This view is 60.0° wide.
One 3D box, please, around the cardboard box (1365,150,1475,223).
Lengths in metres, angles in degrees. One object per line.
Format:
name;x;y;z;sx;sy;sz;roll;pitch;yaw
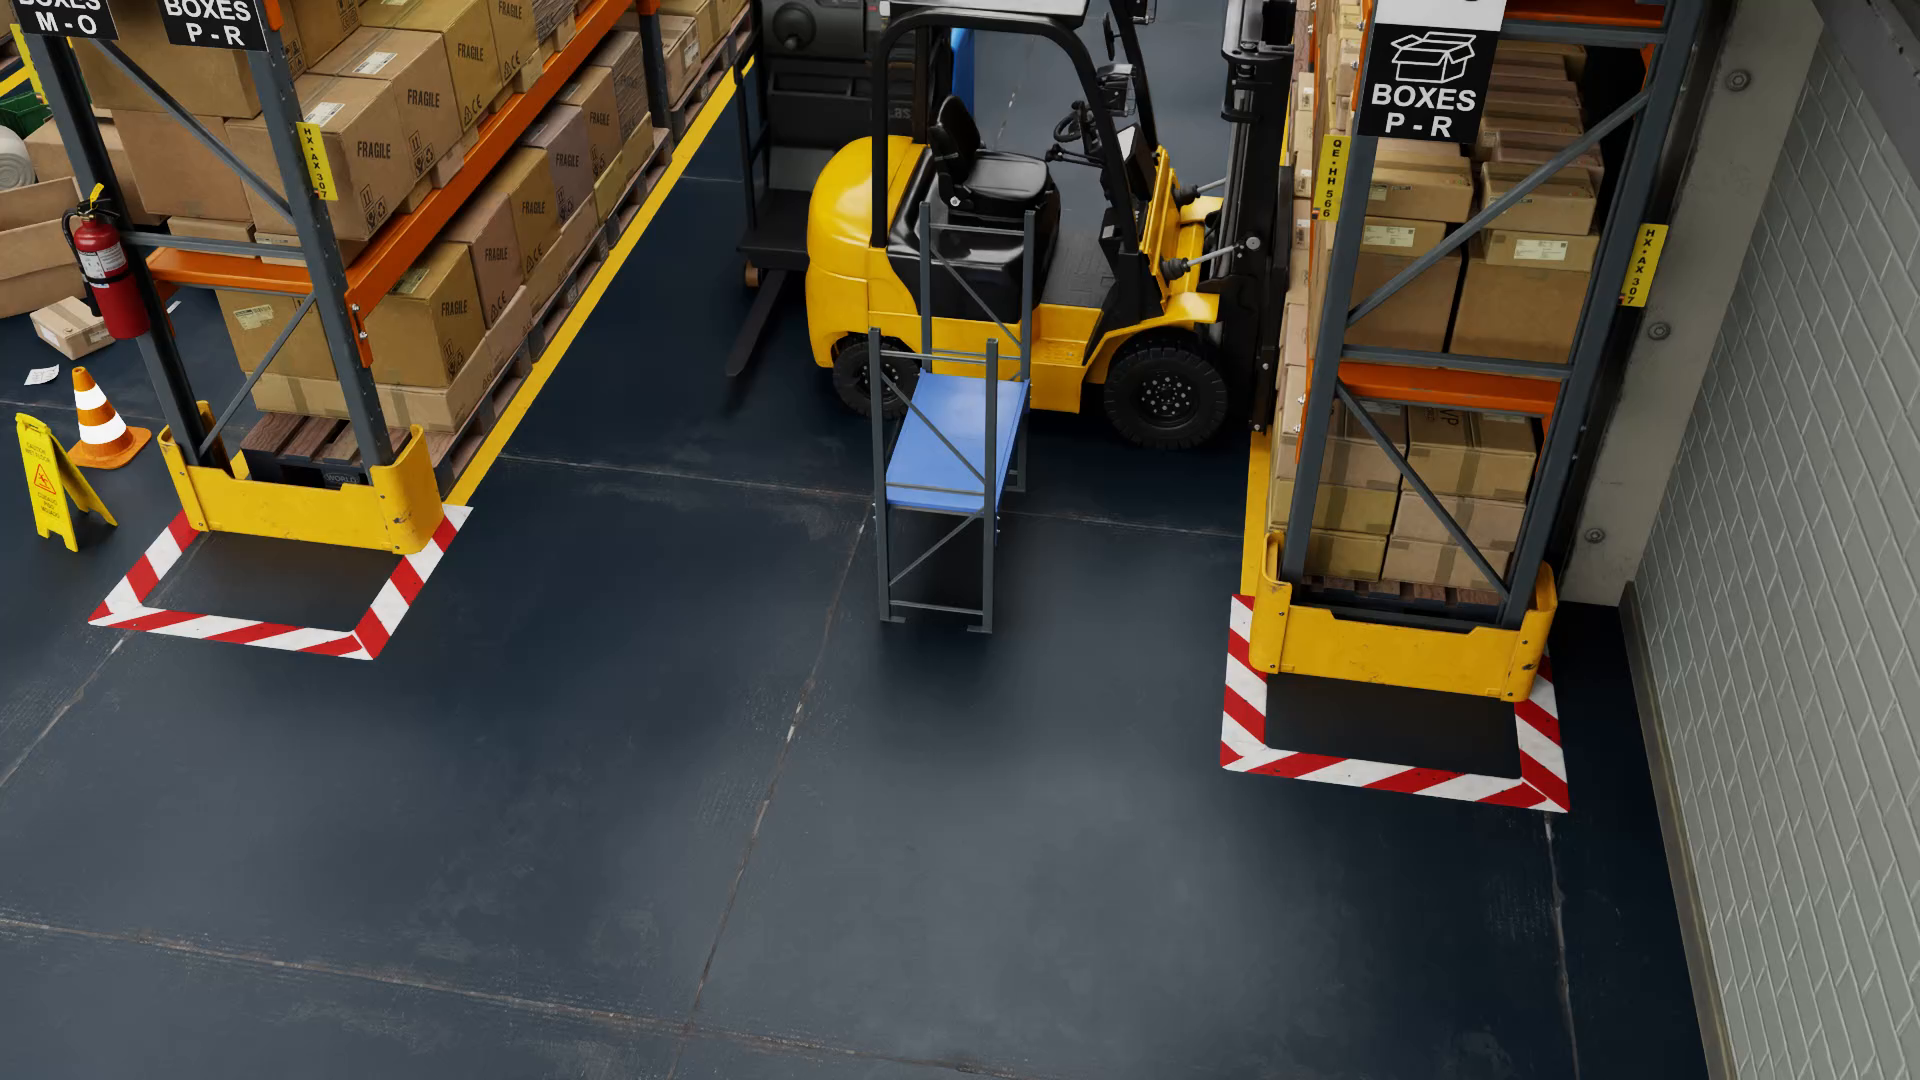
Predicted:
cardboard box;1.692;-1.312;6.162;0.380;0.149;0.250;6;40;8

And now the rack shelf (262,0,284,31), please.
rack shelf;-2.706;-3.340;7.646;1.077;0.370;4.000;6;40;8

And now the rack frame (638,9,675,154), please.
rack frame;-2.360;-3.716;9.891;1.000;3.000;0.127;6;40;8

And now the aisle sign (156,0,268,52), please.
aisle sign;-2.758;-2.135;5.938;0.394;0.787;0.004;6;40;8

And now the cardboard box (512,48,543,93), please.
cardboard box;-2.371;-2.423;8.524;0.380;0.149;0.250;7;40;8

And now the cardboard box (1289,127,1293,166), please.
cardboard box;2.142;-2.196;9.489;0.500;0.250;0.500;6;40;7

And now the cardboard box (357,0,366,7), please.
cardboard box;-3.097;-2.737;7.610;0.700;0.500;0.500;6;40;7

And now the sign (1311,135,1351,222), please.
sign;1.305;-1.267;5.834;0.100;0.325;0.005;6;40;8

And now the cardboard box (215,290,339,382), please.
cardboard box;-3.170;-1.129;8.001;0.500;0.500;0.500;7;40;8

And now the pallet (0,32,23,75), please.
pallet;-7.194;-3.616;11.958;1.003;0.211;1.213;6;40;8

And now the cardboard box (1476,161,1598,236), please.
cardboard box;2.106;-1.251;6.088;0.380;0.149;0.250;6;40;7

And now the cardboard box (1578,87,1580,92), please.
cardboard box;2.444;-1.933;7.146;0.380;0.149;0.250;8;40;9

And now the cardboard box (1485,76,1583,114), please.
cardboard box;2.274;-1.733;6.671;0.380;0.149;0.250;7;40;8

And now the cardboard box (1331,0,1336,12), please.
cardboard box;1.992;-2.648;8.012;0.380;0.149;0.250;6;40;7

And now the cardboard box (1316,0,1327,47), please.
cardboard box;2.195;-2.960;8.898;0.500;0.500;0.500;5;40;6

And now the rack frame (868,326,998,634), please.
rack frame;-0.103;-0.205;6.821;0.500;1.500;0.032;6;40;8

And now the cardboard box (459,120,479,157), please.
cardboard box;-2.533;-1.937;7.936;0.380;0.149;0.250;7;40;9

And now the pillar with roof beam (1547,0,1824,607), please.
pillar with roof beam;-1.395;-3.785;5.266;9.100;9.000;0.400;6;40;8

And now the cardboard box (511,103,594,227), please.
cardboard box;-2.372;-2.067;9.135;0.500;0.500;0.500;8;40;10

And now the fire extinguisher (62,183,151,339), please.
fire extinguisher;-3.526;-1.155;6.854;0.296;0.674;0.183;6;40;8

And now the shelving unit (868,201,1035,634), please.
shelving unit;-0.015;-0.524;7.207;0.538;1.500;1.048;6;40;8

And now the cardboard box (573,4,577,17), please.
cardboard box;-2.331;-2.917;9.121;0.380;0.149;0.250;6;40;7

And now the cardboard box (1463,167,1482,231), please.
cardboard box;2.131;-1.296;6.375;0.380;0.149;0.250;6;40;8

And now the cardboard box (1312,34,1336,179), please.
cardboard box;1.927;-2.000;7.737;0.500;0.500;0.500;7;40;8

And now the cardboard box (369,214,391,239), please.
cardboard box;-2.760;-1.459;7.358;0.380;0.149;0.250;7;40;8

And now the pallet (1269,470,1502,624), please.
pallet;1.928;-0.071;7.670;1.003;0.211;1.213;6;40;8

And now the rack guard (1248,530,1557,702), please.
rack guard;1.833;0.318;6.974;1.175;0.500;0.348;6;40;8

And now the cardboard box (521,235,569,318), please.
cardboard box;-2.463;-1.447;8.974;0.500;0.250;0.500;9;40;11

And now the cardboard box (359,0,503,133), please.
cardboard box;-2.524;-2.271;7.831;0.500;0.500;0.500;6;40;7

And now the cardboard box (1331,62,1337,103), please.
cardboard box;1.819;-2.006;7.234;0.380;0.149;0.250;7;40;8

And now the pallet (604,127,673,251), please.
pallet;-2.441;-2.216;10.265;1.003;0.211;1.213;6;40;8

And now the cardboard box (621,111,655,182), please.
cardboard box;-2.198;-2.418;10.148;0.500;0.250;0.500;8;40;10

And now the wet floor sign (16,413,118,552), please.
wet floor sign;-4.139;-0.297;7.603;0.267;0.644;0.232;20;44;23

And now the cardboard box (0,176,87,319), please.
cardboard box;-5.242;-1.625;9.321;0.797;0.503;0.637;-20;44;-23

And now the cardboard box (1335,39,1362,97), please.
cardboard box;1.774;-1.961;6.947;0.380;0.149;0.250;7;40;9

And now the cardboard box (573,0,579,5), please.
cardboard box;-2.274;-3.239;9.002;0.500;0.500;0.500;8;40;9

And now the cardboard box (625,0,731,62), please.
cardboard box;-2.151;-3.646;11.539;0.950;0.372;0.625;9;40;10

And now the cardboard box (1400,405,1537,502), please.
cardboard box;2.107;-0.429;6.959;0.500;0.250;0.500;6;40;7

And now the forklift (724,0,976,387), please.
forklift;-0.630;-2.716;8.734;1.130;2.935;3.031;6;40;7

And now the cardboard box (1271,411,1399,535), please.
cardboard box;1.614;-0.296;7.189;0.500;0.250;0.500;6;40;7

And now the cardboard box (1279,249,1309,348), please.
cardboard box;1.770;-1.111;7.783;0.500;0.250;0.500;7;40;8

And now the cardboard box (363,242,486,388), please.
cardboard box;-2.637;-1.088;7.951;0.500;0.500;0.500;5;40;6

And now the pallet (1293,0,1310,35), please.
pallet;3.041;-4.094;12.537;1.003;0.211;1.213;6;40;8

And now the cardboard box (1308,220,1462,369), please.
cardboard box;1.664;-1.037;6.572;0.500;0.500;0.500;6;40;7

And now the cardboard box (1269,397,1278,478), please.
cardboard box;1.703;-0.404;7.713;0.500;0.250;0.500;6;40;8

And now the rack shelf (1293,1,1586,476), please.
rack shelf;2.183;-1.639;7.943;1.077;0.370;4.000;6;40;8

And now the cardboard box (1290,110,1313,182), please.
cardboard box;2.038;-2.070;8.943;0.500;0.250;0.500;6;40;8

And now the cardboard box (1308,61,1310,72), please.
cardboard box;2.751;-3.233;10.840;0.875;0.625;0.625;6;40;7
